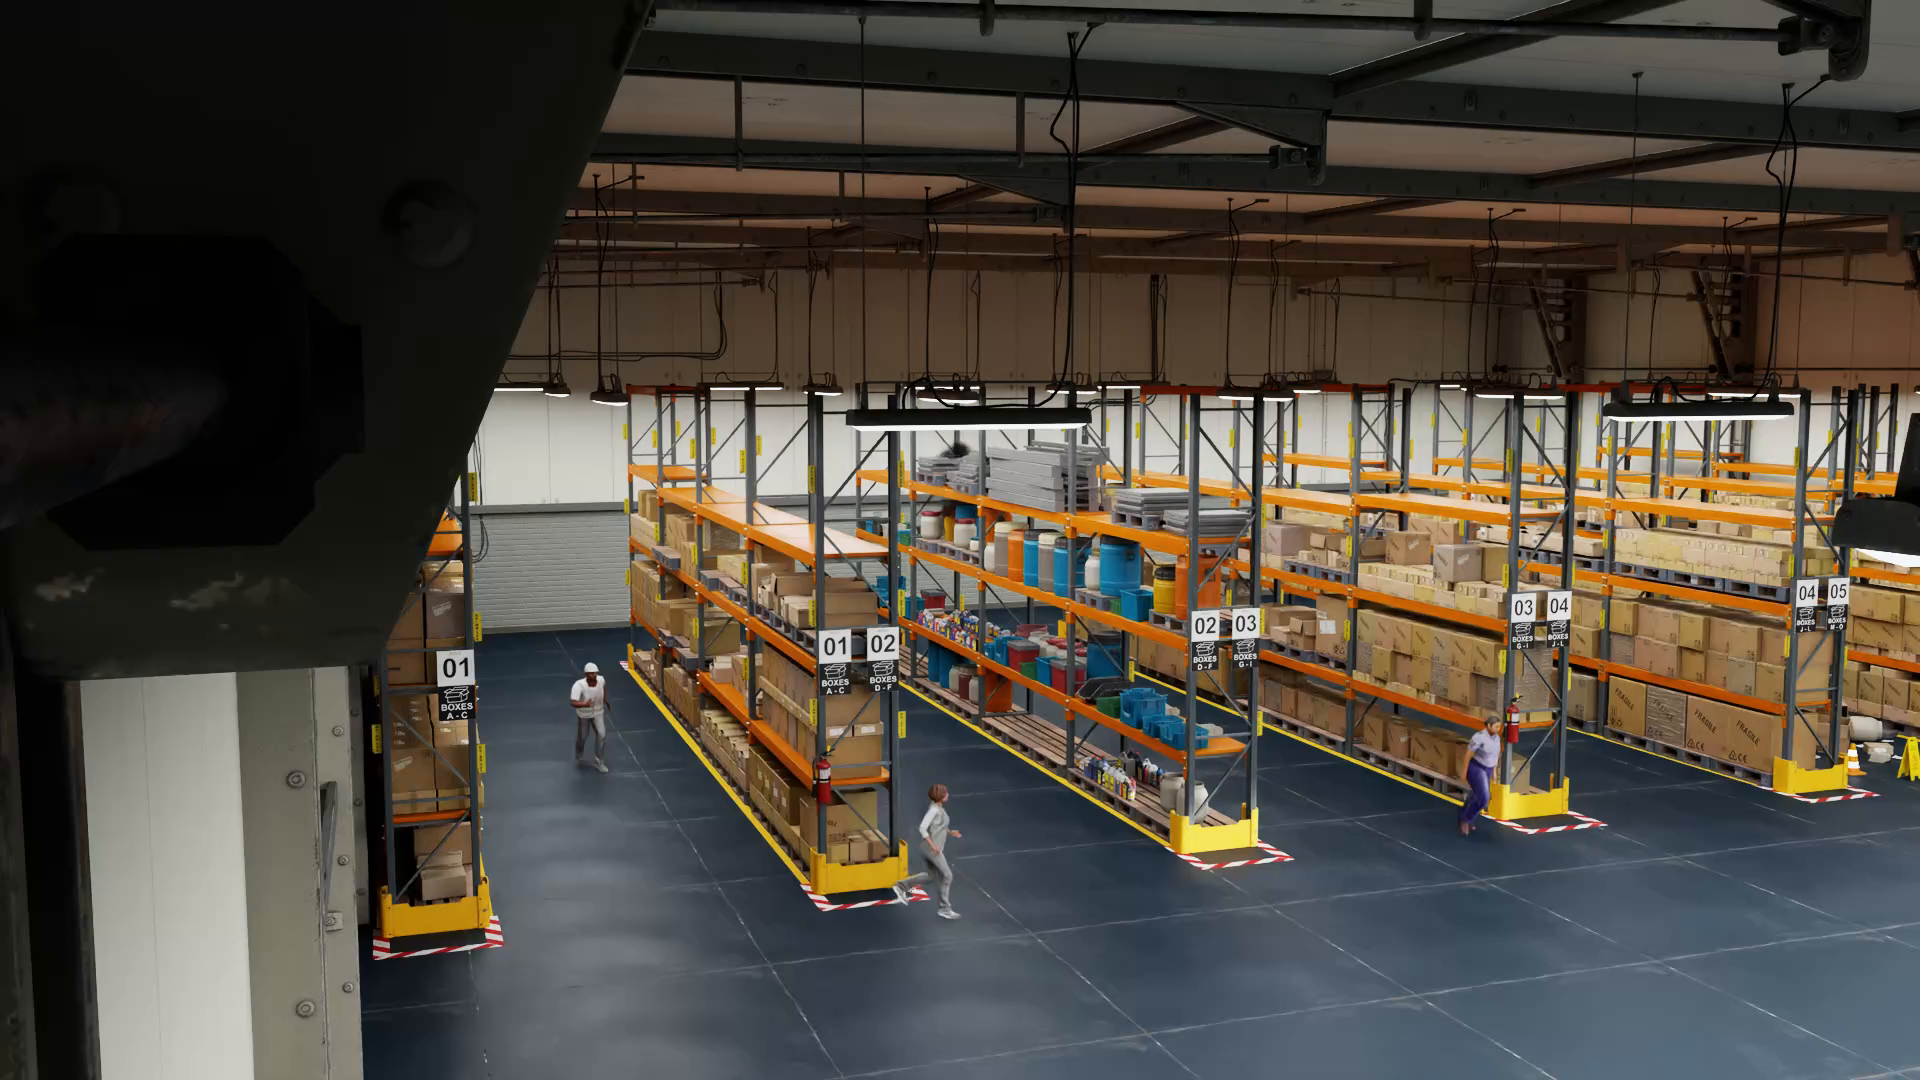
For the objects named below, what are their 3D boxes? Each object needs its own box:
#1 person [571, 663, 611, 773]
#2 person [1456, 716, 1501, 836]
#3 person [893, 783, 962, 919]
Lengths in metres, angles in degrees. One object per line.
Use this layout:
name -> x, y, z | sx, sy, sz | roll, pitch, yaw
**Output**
person -> -5.832, 2.766, 26.225 | 0.713, 1.734, 0.983 | -3, 7, -30
person -> 7.044, 3.185, 22.680 | 0.638, 1.613, 0.563 | -5, 7, -38
person -> -0.387, 3.585, 19.157 | 0.800, 1.593, 0.522 | 0, 6, 2
